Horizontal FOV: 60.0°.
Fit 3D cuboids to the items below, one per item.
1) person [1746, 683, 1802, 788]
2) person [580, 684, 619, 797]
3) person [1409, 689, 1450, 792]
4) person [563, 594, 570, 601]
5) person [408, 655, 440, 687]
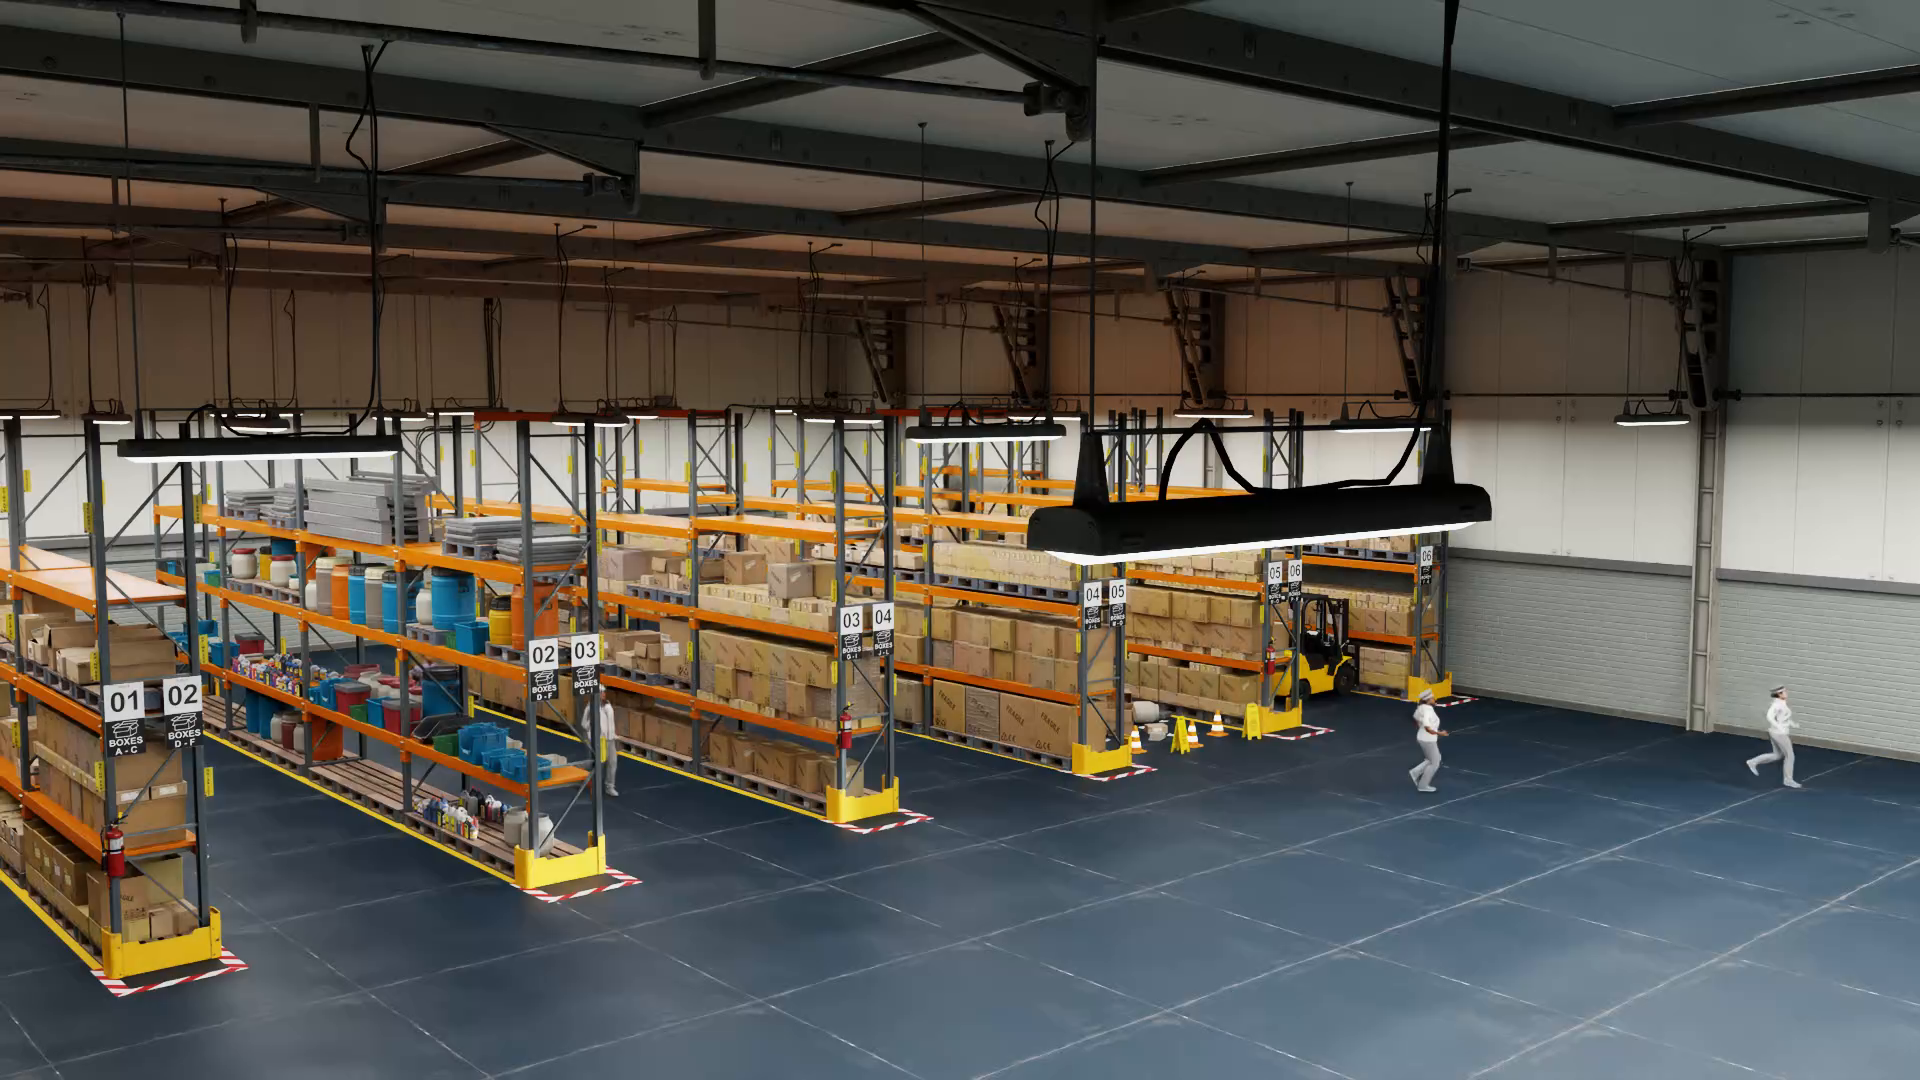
[{"bbox_3d":[13.197,3.146,26.872,0.820,1.696,0.618,2,5,20],"label":"person"},{"bbox_3d":[-5.711,3.153,26.392,0.867,1.770,0.671,4,7,41],"label":"person"},{"bbox_3d":[7.472,3.180,26.467,0.572,1.653,0.571,0,5,3],"label":"person"},{"bbox_3d":[-9.502,2.059,39.744,0.701,1.591,0.520,1,5,16],"label":"person"},{"bbox_3d":[-9.692,2.851,30.419,0.699,1.689,0.575,4,6,35],"label":"person"}]
